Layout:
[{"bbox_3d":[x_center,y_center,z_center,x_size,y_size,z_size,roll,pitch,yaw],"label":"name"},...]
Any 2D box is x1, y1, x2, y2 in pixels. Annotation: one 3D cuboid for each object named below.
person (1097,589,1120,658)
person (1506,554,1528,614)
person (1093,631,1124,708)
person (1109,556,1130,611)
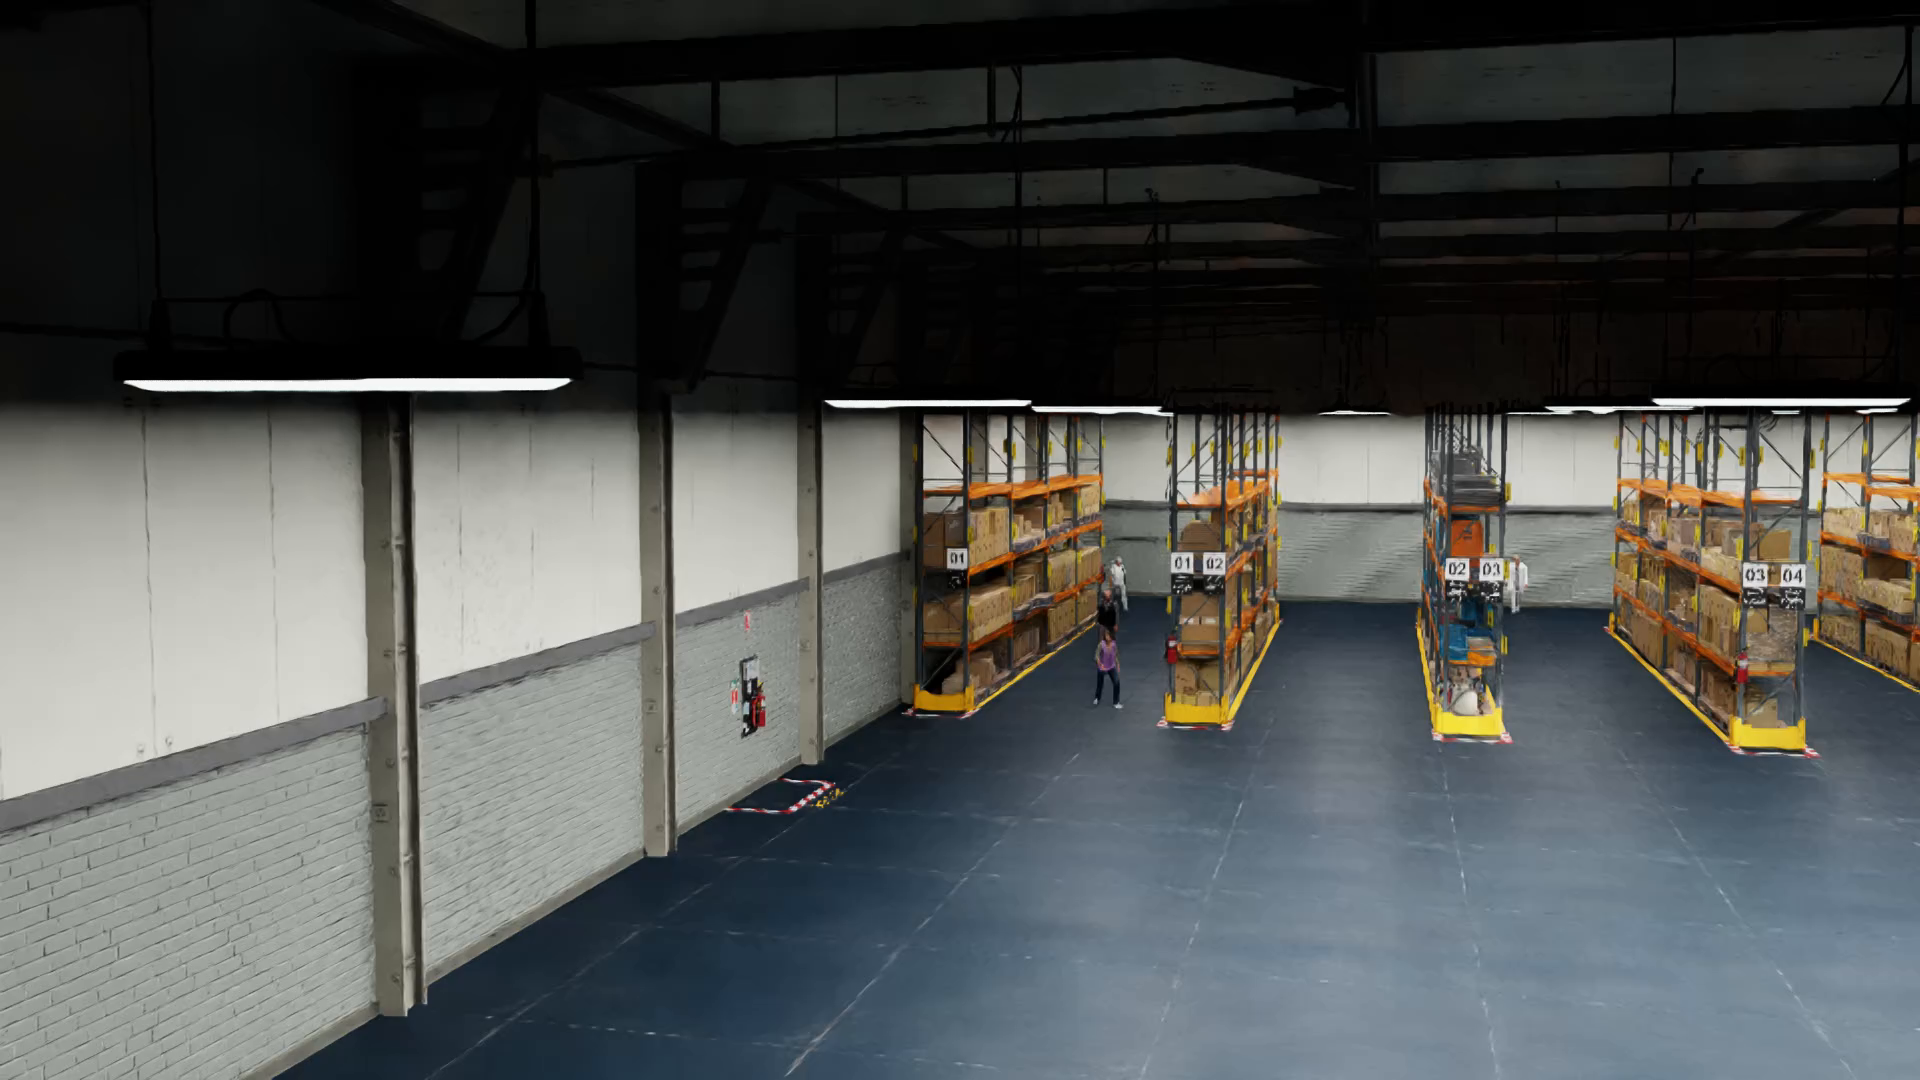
[{"bbox_3d":[3.510,1.983,39.363,0.543,1.649,1.119,1,4,12],"label":"person"},{"bbox_3d":[16.271,1.271,48.575,0.602,1.725,1.110,1,4,13],"label":"person"},{"bbox_3d":[2.908,2.524,32.814,0.562,1.527,0.782,0,4,-3],"label":"person"},{"bbox_3d":[4.632,1.280,49.123,0.587,1.626,0.918,-1,4,-13],"label":"person"}]
